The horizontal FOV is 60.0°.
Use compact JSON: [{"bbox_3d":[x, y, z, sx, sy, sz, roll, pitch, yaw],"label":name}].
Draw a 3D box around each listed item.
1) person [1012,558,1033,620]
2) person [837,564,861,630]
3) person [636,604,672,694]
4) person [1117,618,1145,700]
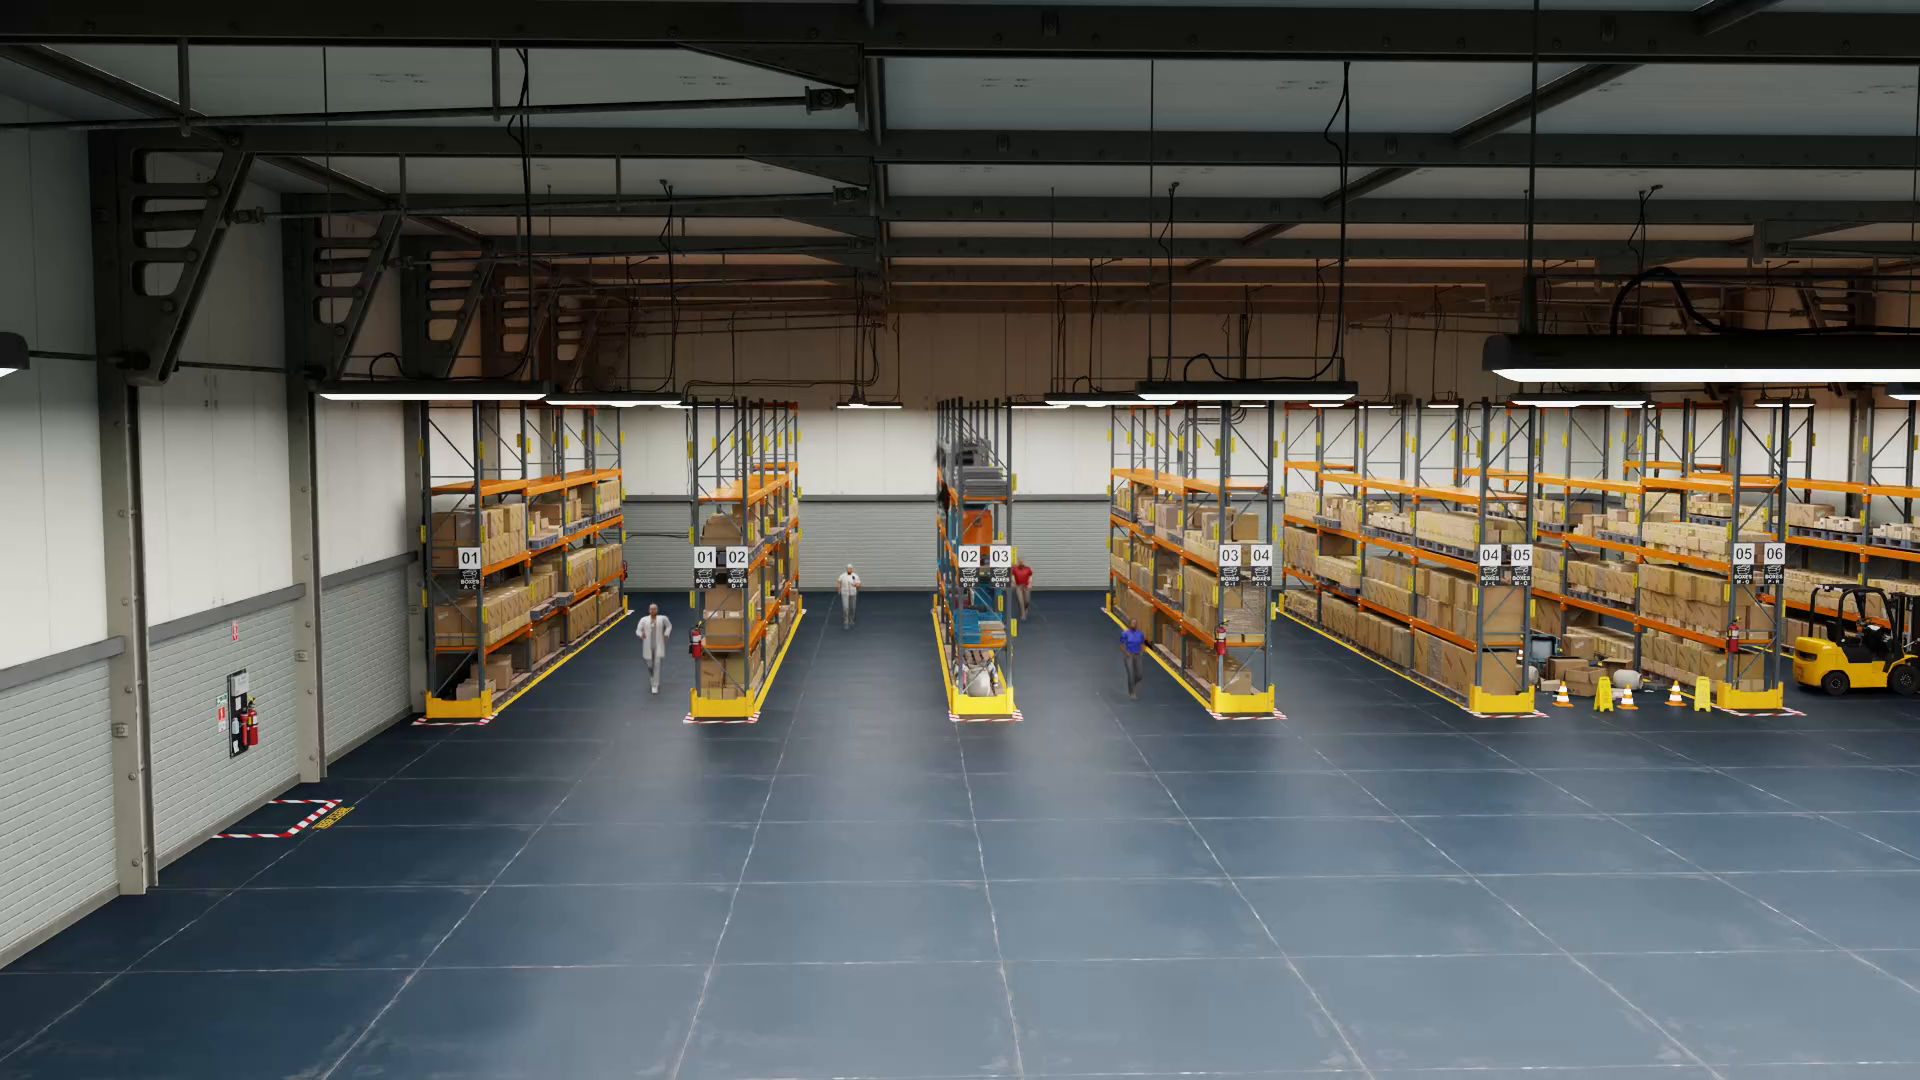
[{"bbox_3d":[1.687,1.338,45.967,0.674,1.707,0.655,0,4,-6],"label":"person"},{"bbox_3d":[-2.937,1.485,44.031,0.581,1.708,0.845,-1,4,-10],"label":"person"},{"bbox_3d":[-6.272,2.193,34.082,0.712,1.776,1.037,0,4,-6],"label":"person"},{"bbox_3d":[3.415,2.359,33.194,0.565,1.627,0.557,-1,5,-13],"label":"person"}]
